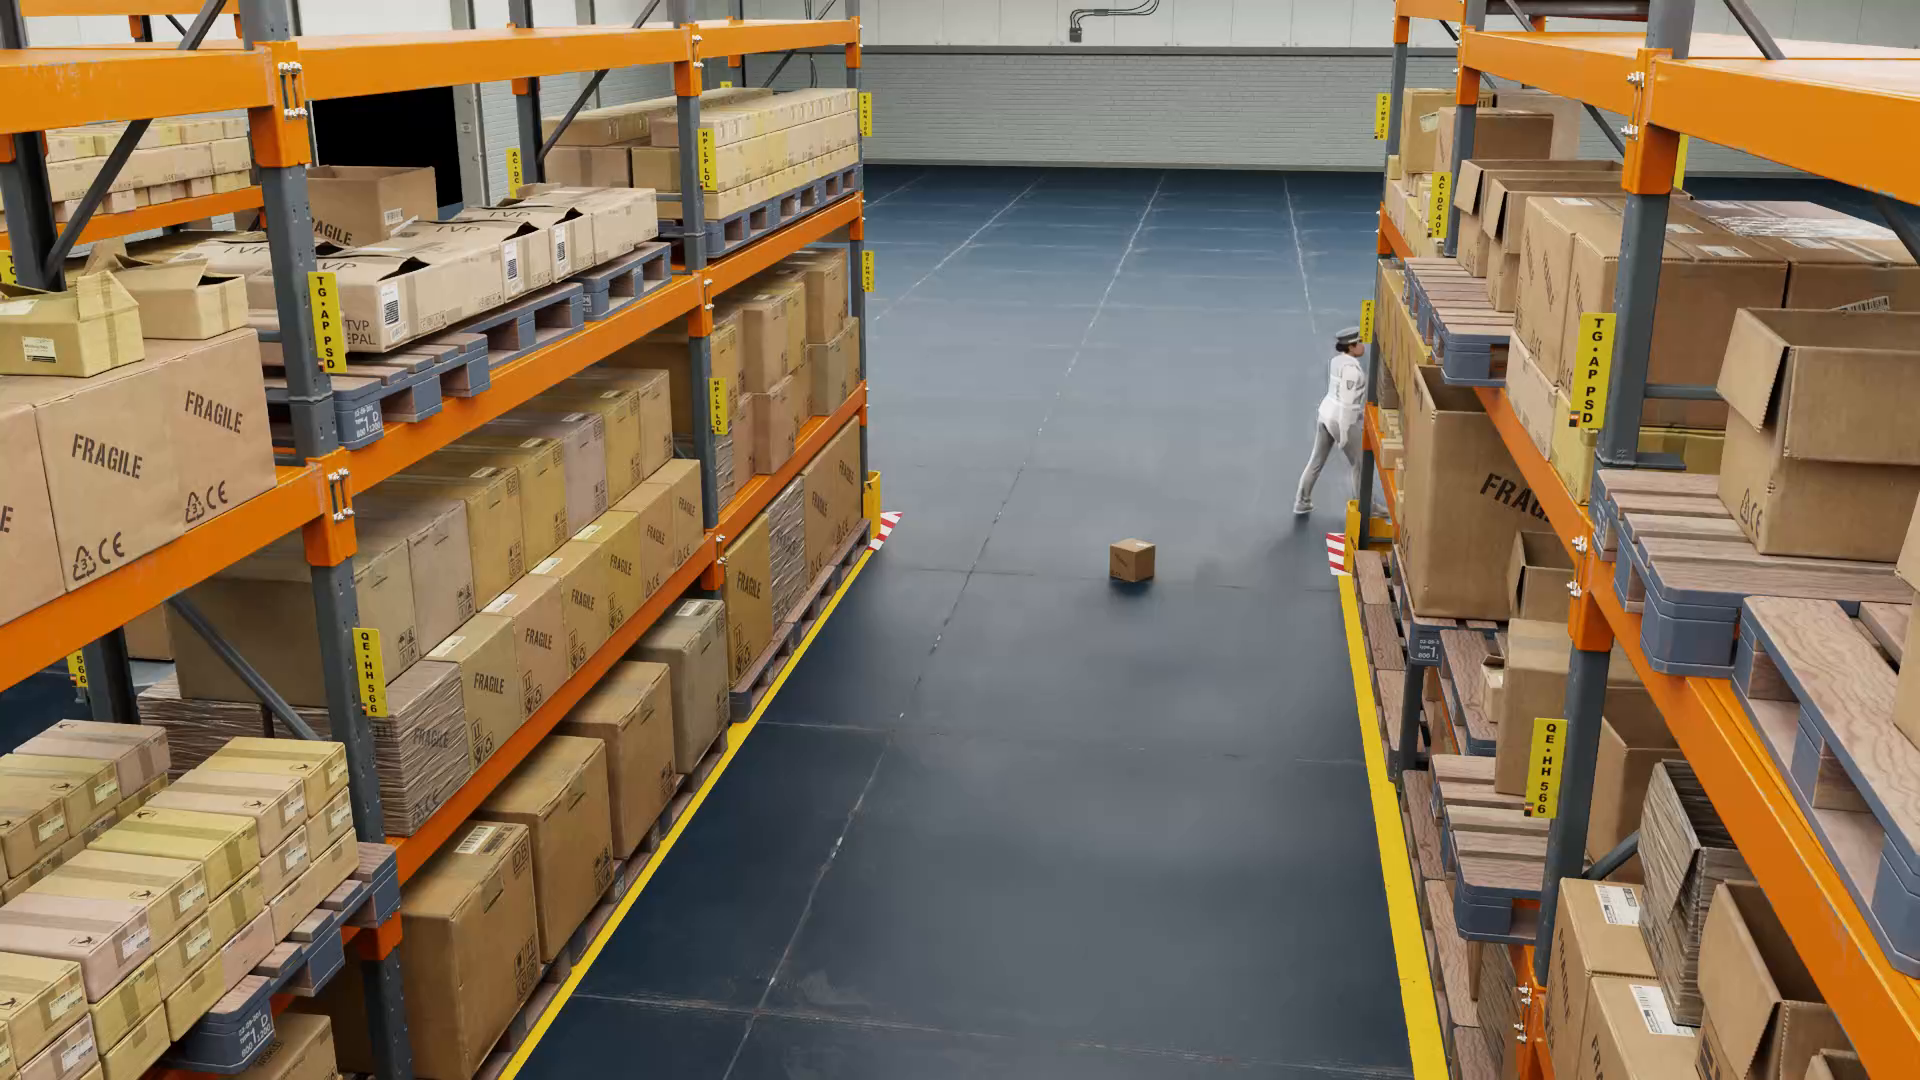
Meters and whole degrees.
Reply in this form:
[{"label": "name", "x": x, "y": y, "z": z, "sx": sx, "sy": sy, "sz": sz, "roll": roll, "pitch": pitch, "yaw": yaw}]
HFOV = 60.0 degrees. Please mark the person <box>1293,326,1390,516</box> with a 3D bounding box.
[{"label": "person", "x": 3.292, "y": -1.008, "z": 14.071, "sx": 0.837, "sy": 1.648, "sz": 0.531, "roll": -5, "pitch": 19, "yaw": -15}]
